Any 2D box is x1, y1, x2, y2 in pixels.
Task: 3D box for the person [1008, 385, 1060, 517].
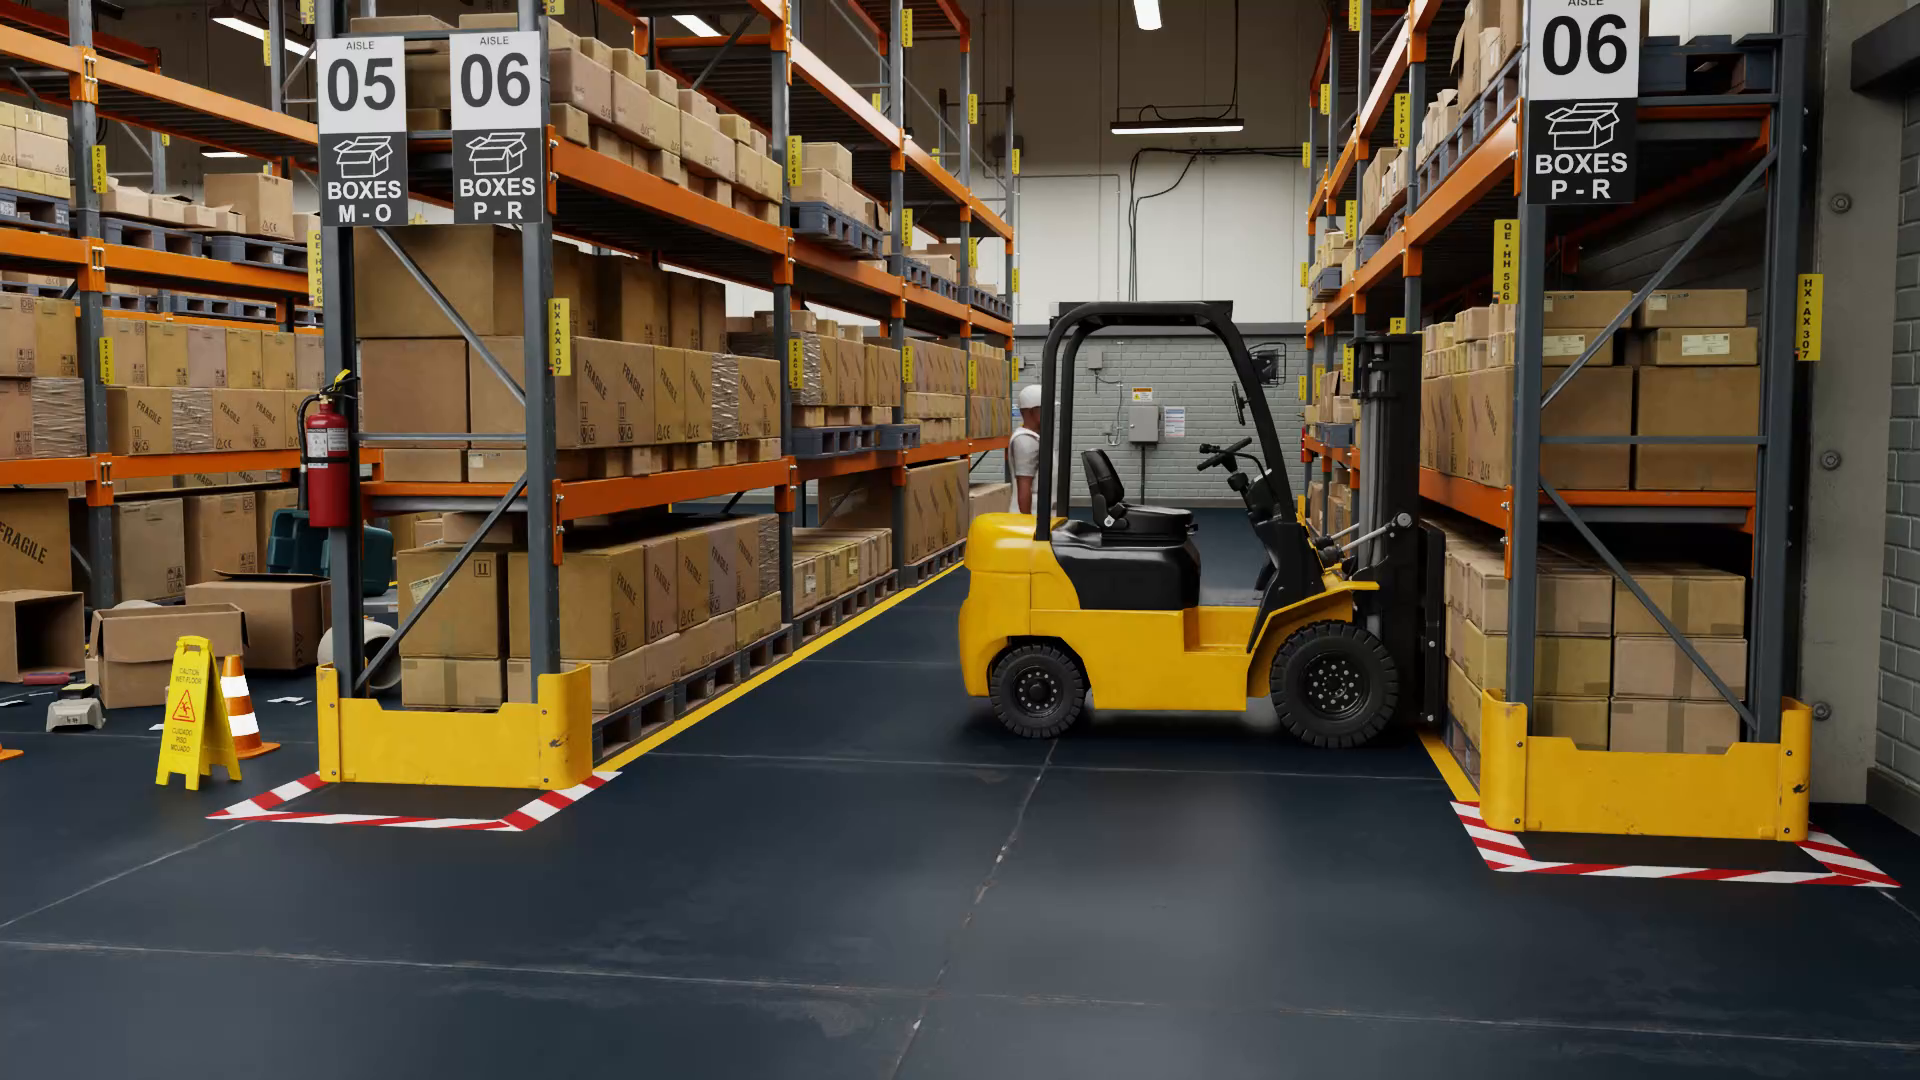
[{"bbox_3d":[0.539,-0.101,10.724,0.555,1.789,0.581,0,4,3],"label":"person"}]
